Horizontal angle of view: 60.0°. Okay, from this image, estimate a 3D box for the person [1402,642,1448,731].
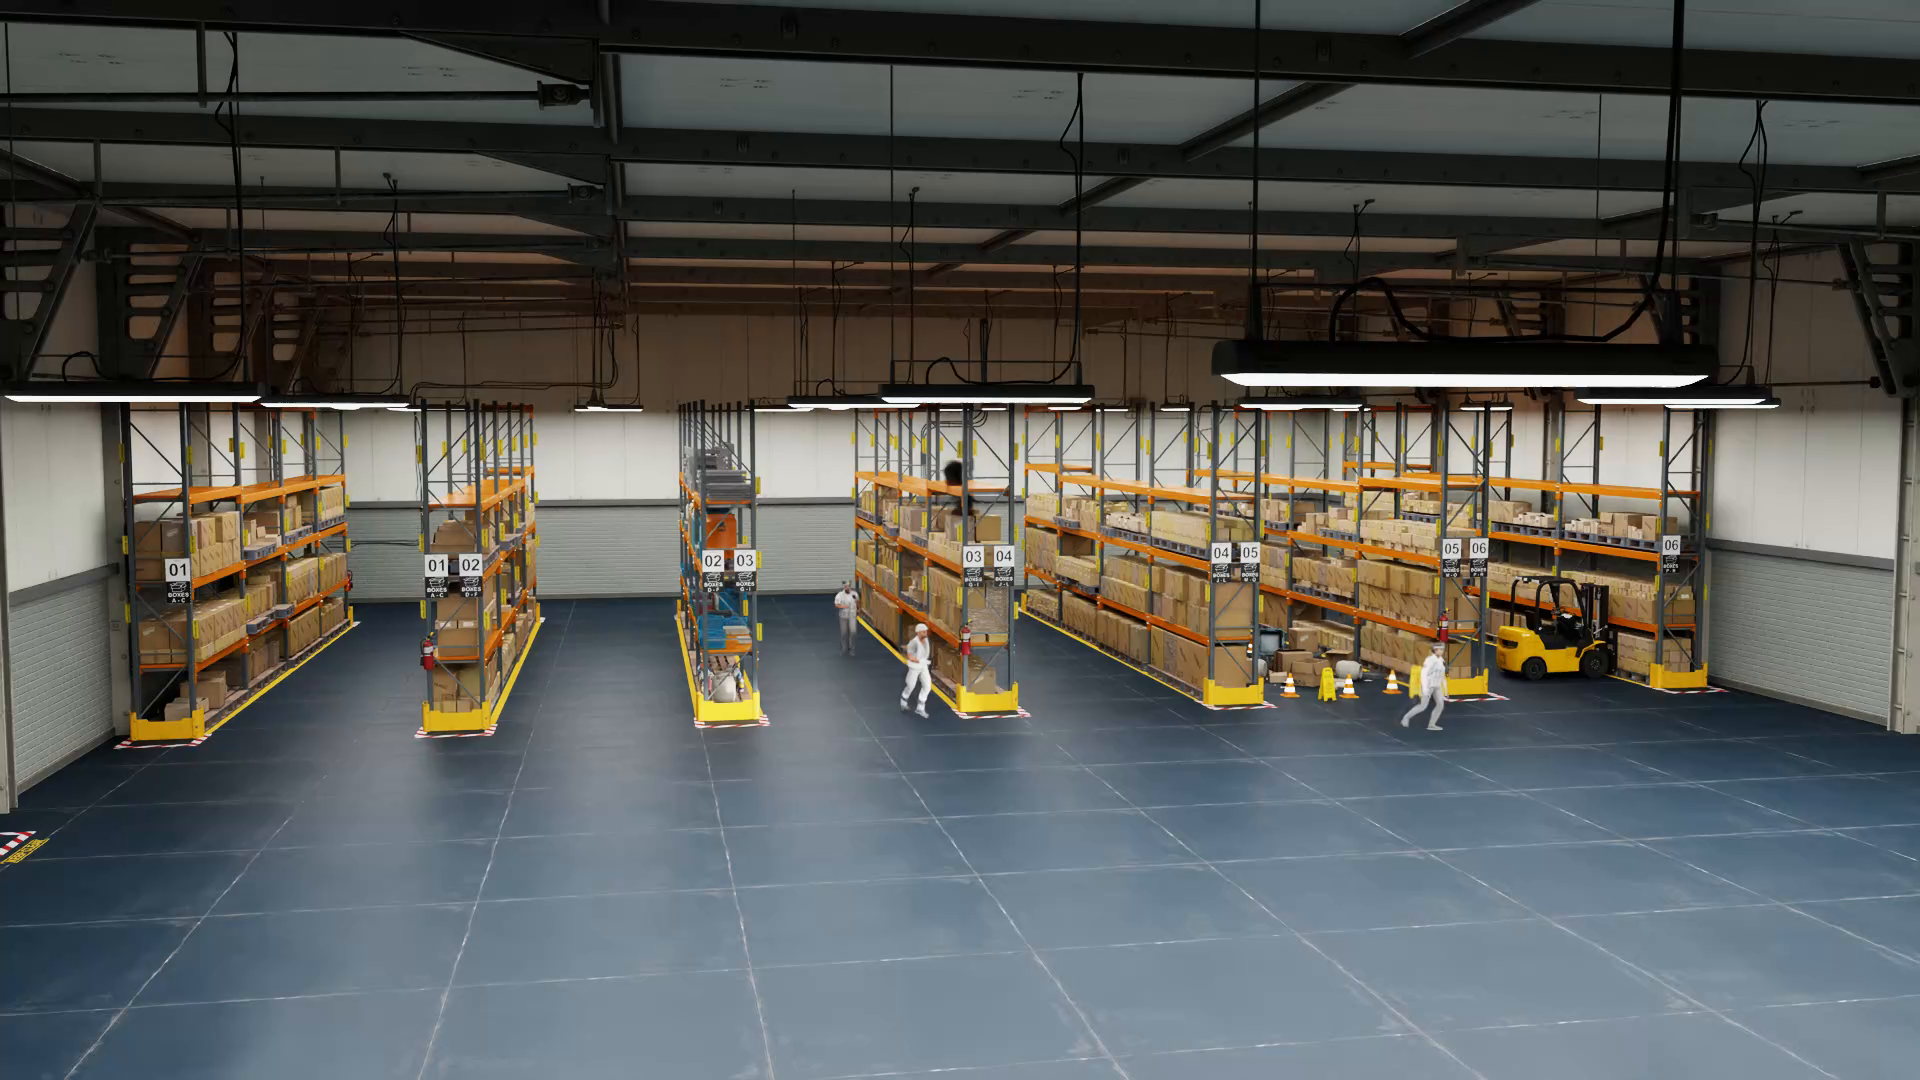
[{"bbox_3d":[8.450,2.635,30.172,0.707,1.611,0.647,-3,5,-35],"label":"person"}]

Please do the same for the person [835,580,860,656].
[{"bbox_3d":[-2.676,1.860,39.650,0.622,1.838,0.854,-1,4,-8],"label":"person"}]

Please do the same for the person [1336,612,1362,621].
[{"bbox_3d":[10.705,1.403,46.001,0.691,1.724,1.030,-3,5,-32],"label":"person"}]

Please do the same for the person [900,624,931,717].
[{"bbox_3d":[-0.854,2.462,31.688,0.654,1.794,0.811,-4,6,-40],"label":"person"}]
